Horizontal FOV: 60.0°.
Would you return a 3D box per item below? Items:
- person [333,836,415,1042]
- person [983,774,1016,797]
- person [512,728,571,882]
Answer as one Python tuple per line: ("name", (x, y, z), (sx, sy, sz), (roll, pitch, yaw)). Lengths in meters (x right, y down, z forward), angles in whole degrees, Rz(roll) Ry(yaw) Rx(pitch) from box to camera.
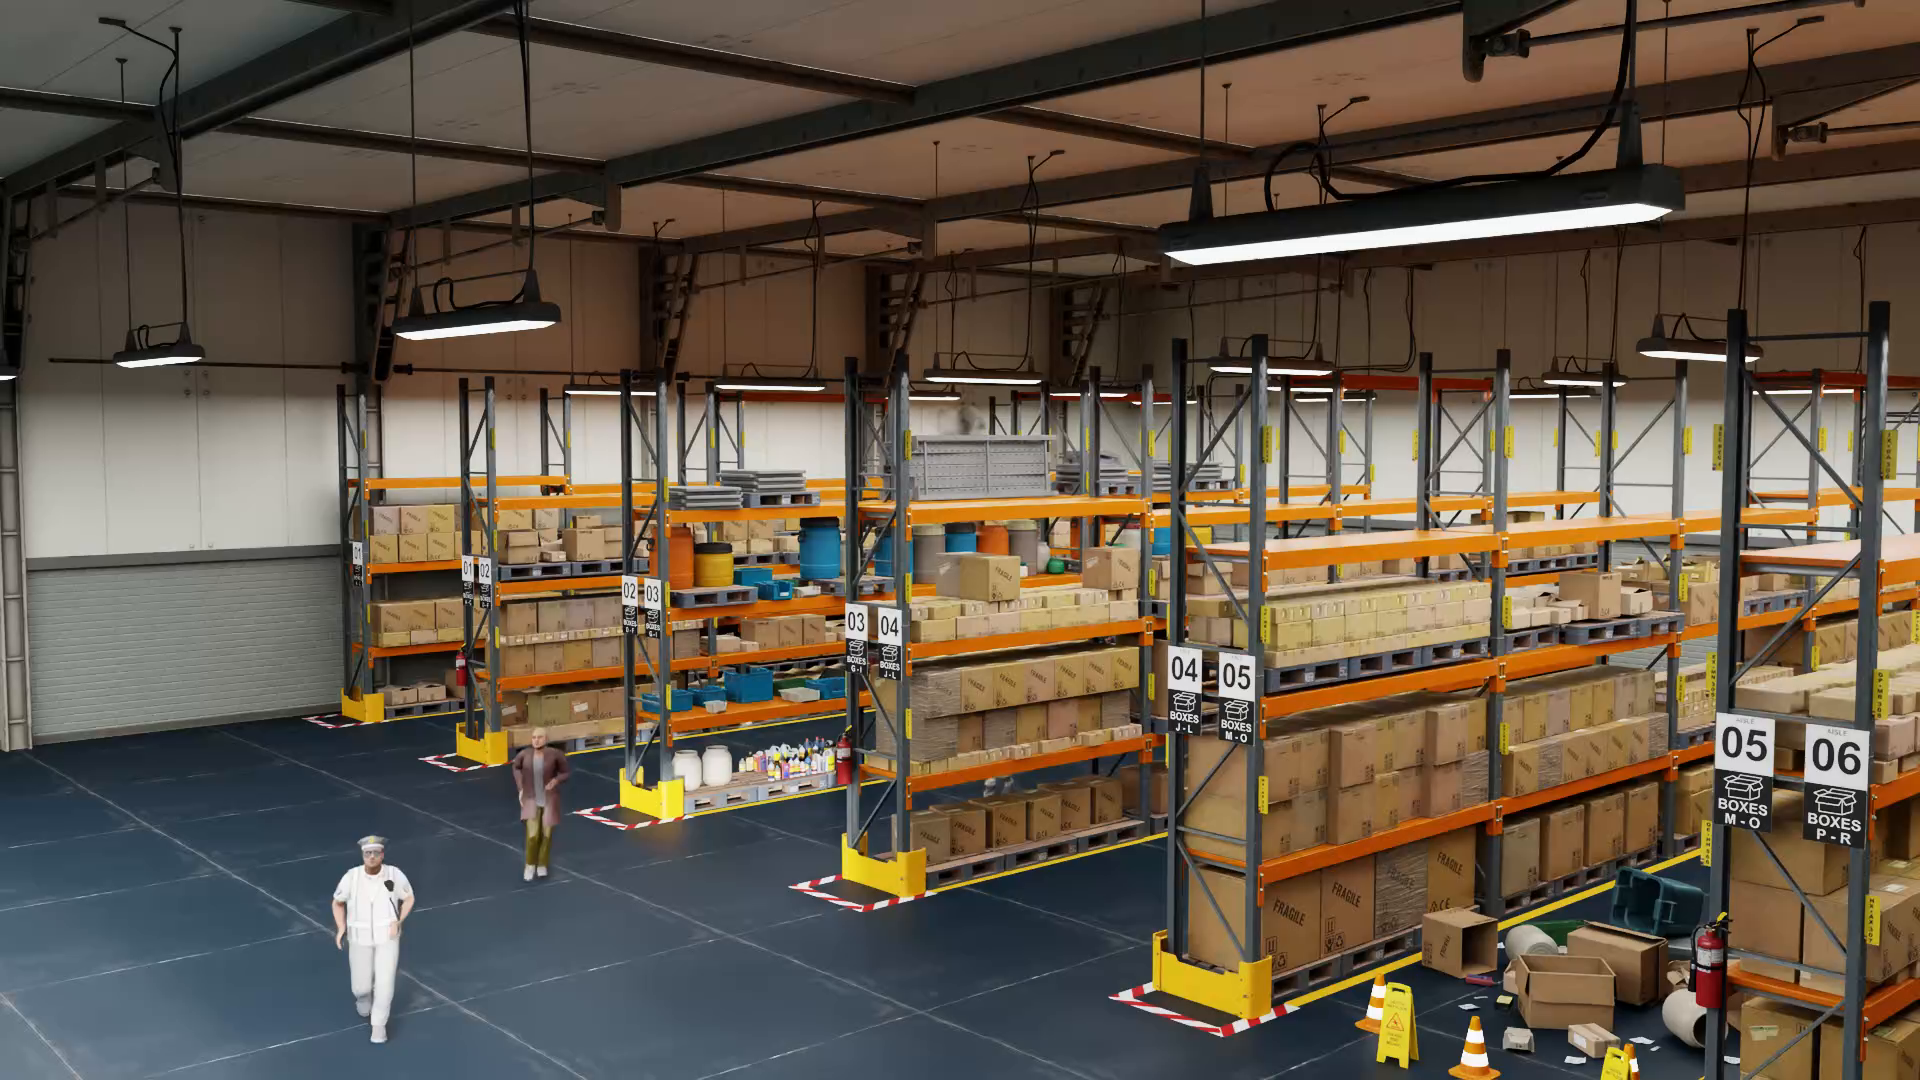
("person", (-5.002, 3.370, 14.205), (0.670, 1.741, 0.599), (-1, 4, -18))
("person", (0.534, 2.766, 22.889), (0.673, 1.827, 0.930), (4, 5, 45))
("person", (-4.797, 3.040, 19.056), (0.676, 1.785, 0.739), (-1, 4, -11))
